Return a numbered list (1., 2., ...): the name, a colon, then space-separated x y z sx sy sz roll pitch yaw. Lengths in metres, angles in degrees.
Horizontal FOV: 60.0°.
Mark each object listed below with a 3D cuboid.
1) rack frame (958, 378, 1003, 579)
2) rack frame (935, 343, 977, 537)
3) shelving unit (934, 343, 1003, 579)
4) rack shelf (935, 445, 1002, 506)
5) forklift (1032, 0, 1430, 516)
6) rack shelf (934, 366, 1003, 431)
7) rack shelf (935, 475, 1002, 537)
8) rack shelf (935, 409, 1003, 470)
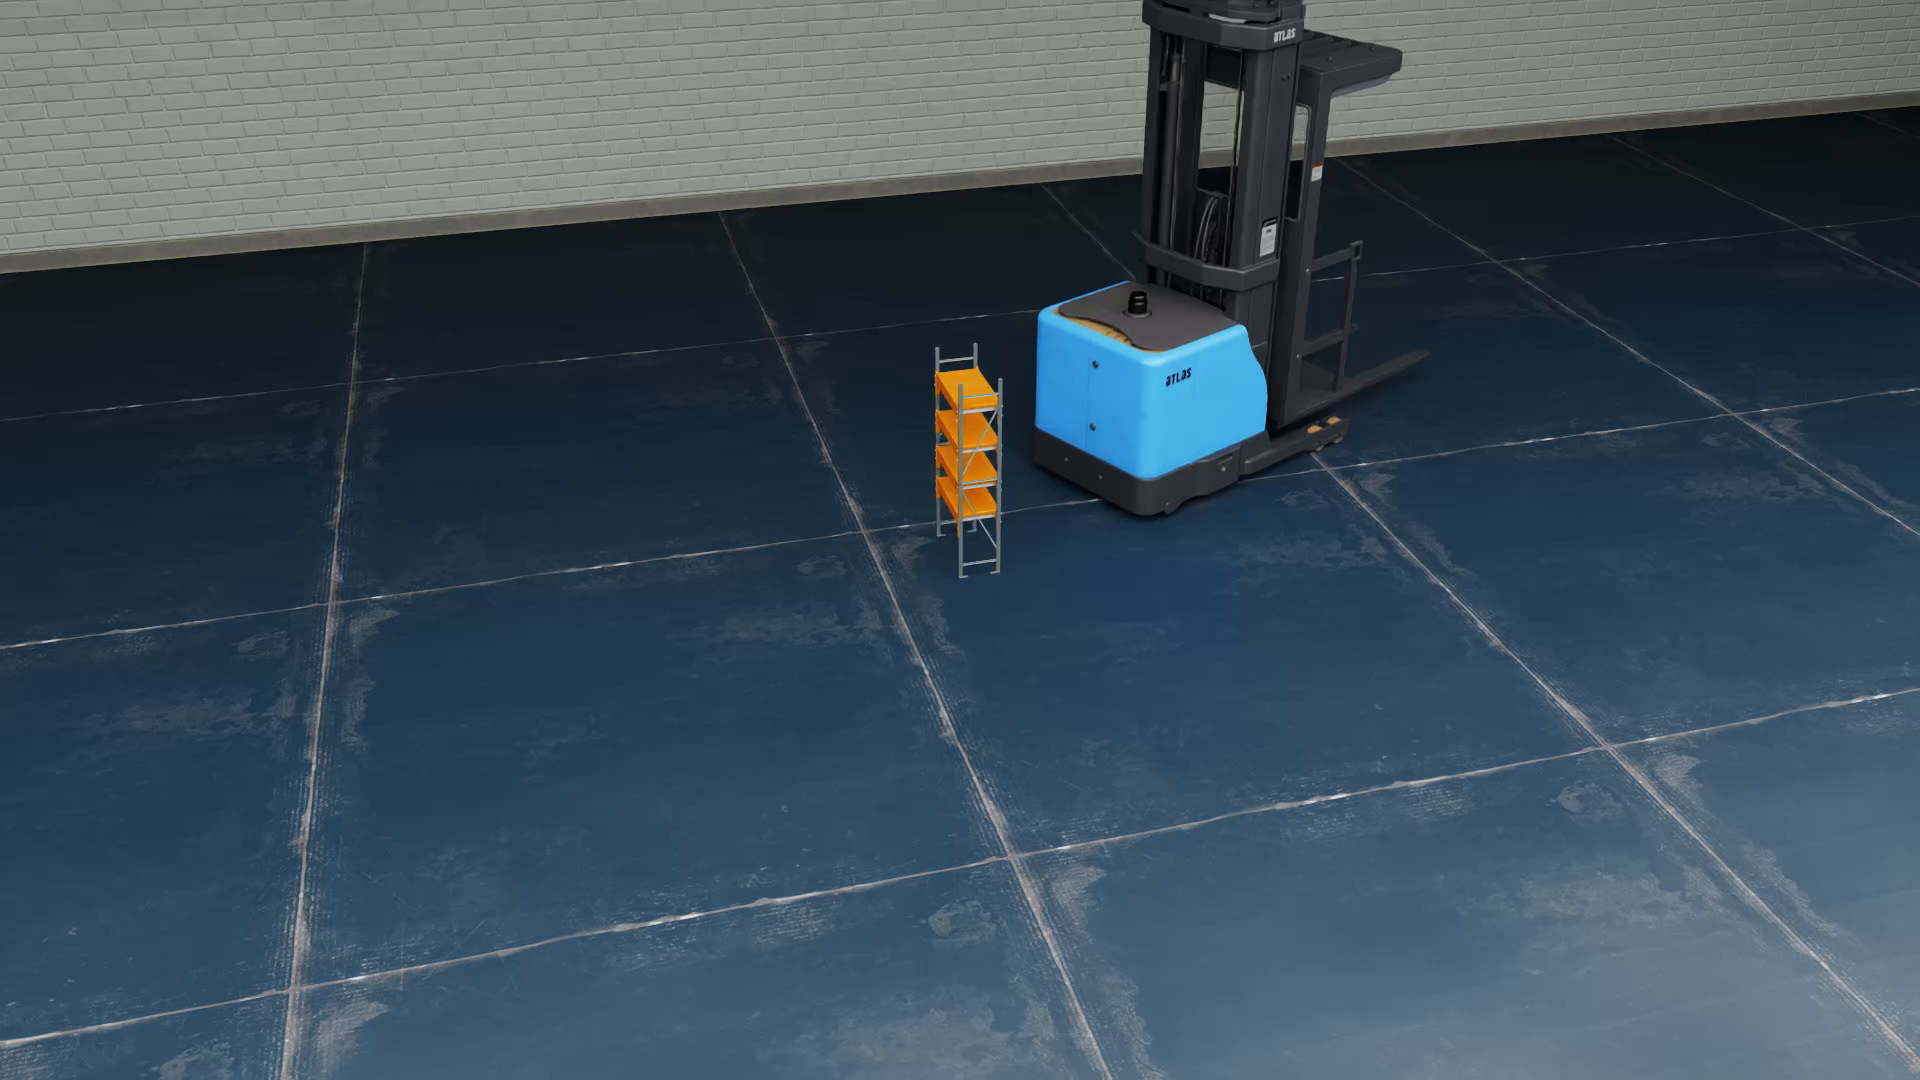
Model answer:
1. rack frame: 0.109 -0.321 9.108 0.240 1.200 0.015 -8 31 -13
2. rack frame: -0.021 -0.557 9.515 0.240 1.200 0.015 -8 31 -13
3. shelving unit: 0.044 -0.439 9.311 0.258 1.200 0.503 -8 31 -13
4. rack shelf: 0.044 -0.381 9.345 0.258 0.148 0.480 -8 31 -13
5. forklift: 1.903 -2.019 10.313 3.031 2.935 1.130 -23 37 -34
6. rack shelf: 0.044 -0.779 9.114 0.258 0.148 0.480 -8 31 -13
7. rack shelf: 0.044 -0.209 9.444 0.258 0.148 0.480 -8 31 -13
8. rack shelf: 0.044 -0.575 9.233 0.258 0.148 0.480 -8 31 -13
